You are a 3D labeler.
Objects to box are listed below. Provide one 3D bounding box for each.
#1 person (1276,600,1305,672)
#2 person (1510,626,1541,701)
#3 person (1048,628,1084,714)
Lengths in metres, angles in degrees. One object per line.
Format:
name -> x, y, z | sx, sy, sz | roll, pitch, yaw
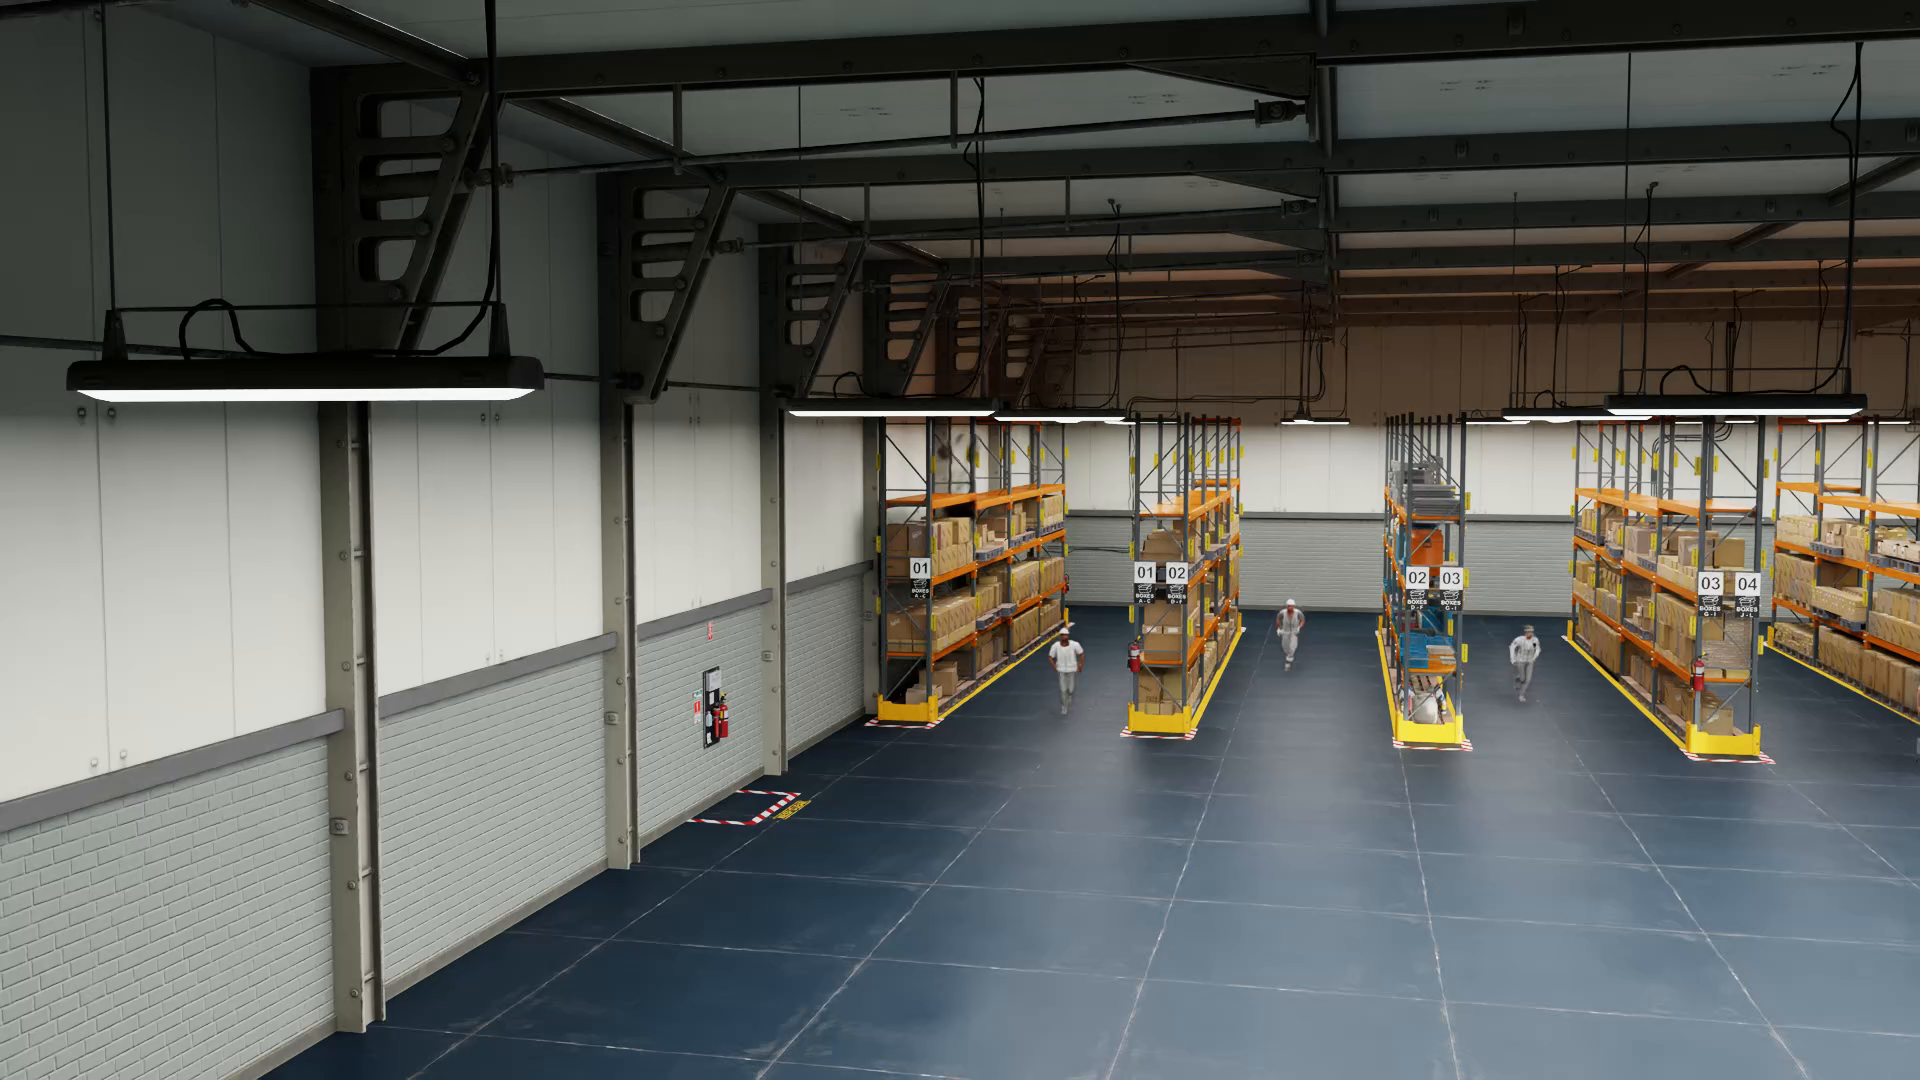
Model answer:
person -> 7.790, 2.236, 39.207 | 0.655, 1.717, 0.850 | 1, 4, 8
person -> 11.865, 2.575, 34.962 | 0.611, 1.623, 0.724 | 0, 4, -4
person -> 2.125, 2.615, 33.275 | 0.714, 1.730, 0.661 | 0, 4, 6
